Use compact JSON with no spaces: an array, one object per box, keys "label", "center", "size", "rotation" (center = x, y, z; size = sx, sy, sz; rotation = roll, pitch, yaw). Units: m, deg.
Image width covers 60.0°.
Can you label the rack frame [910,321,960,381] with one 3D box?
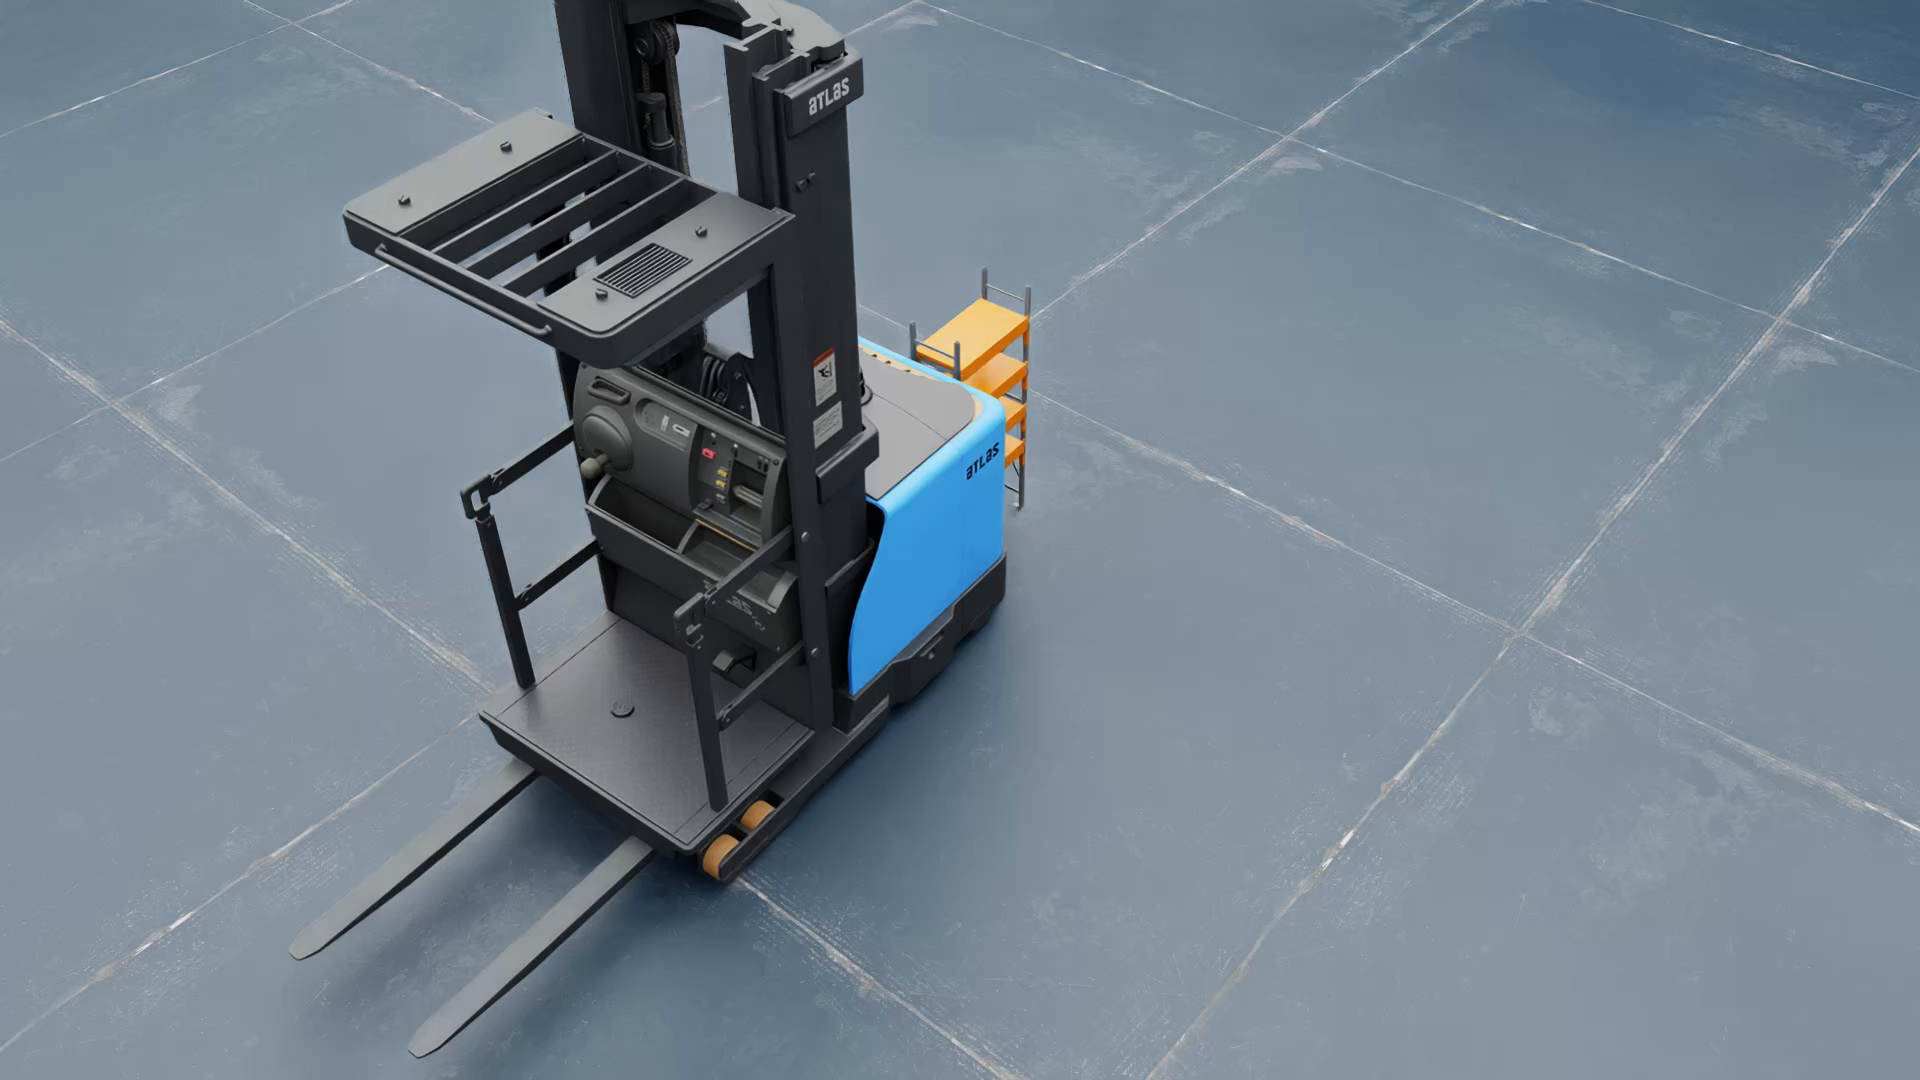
[{"label":"rack frame","center":[-0.100,-0.374,6.952],"size":[0.240,1.200,0.015],"rotation":[27,49,26]}]

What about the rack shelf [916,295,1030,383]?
[{"label":"rack shelf","center":[0.046,-0.797,6.833],"size":[0.258,0.148,0.480],"rotation":[27,49,26]}]

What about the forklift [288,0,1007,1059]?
[{"label":"forklift","center":[-1.087,-0.221,5.497],"size":[1.130,2.935,3.031],"rotation":[27,49,26]}]

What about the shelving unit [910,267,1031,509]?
[{"label":"shelving unit","center":[0.046,-0.506,7.097],"size":[0.258,1.200,0.503],"rotation":[27,49,26]}]

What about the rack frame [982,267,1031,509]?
[{"label":"rack frame","center":[0.191,-0.638,7.242],"size":[0.240,1.200,0.015],"rotation":[27,49,26]}]

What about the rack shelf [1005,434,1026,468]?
[{"label":"rack shelf","center":[0.046,-0.309,7.276],"size":[0.258,0.148,0.480],"rotation":[27,49,26]}]

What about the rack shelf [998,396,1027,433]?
[{"label":"rack shelf","center":[0.046,-0.456,7.142],"size":[0.258,0.148,0.480],"rotation":[27,49,26]}]

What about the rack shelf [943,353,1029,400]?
[{"label":"rack shelf","center":[0.046,-0.622,6.992],"size":[0.258,0.148,0.480],"rotation":[27,49,26]}]
